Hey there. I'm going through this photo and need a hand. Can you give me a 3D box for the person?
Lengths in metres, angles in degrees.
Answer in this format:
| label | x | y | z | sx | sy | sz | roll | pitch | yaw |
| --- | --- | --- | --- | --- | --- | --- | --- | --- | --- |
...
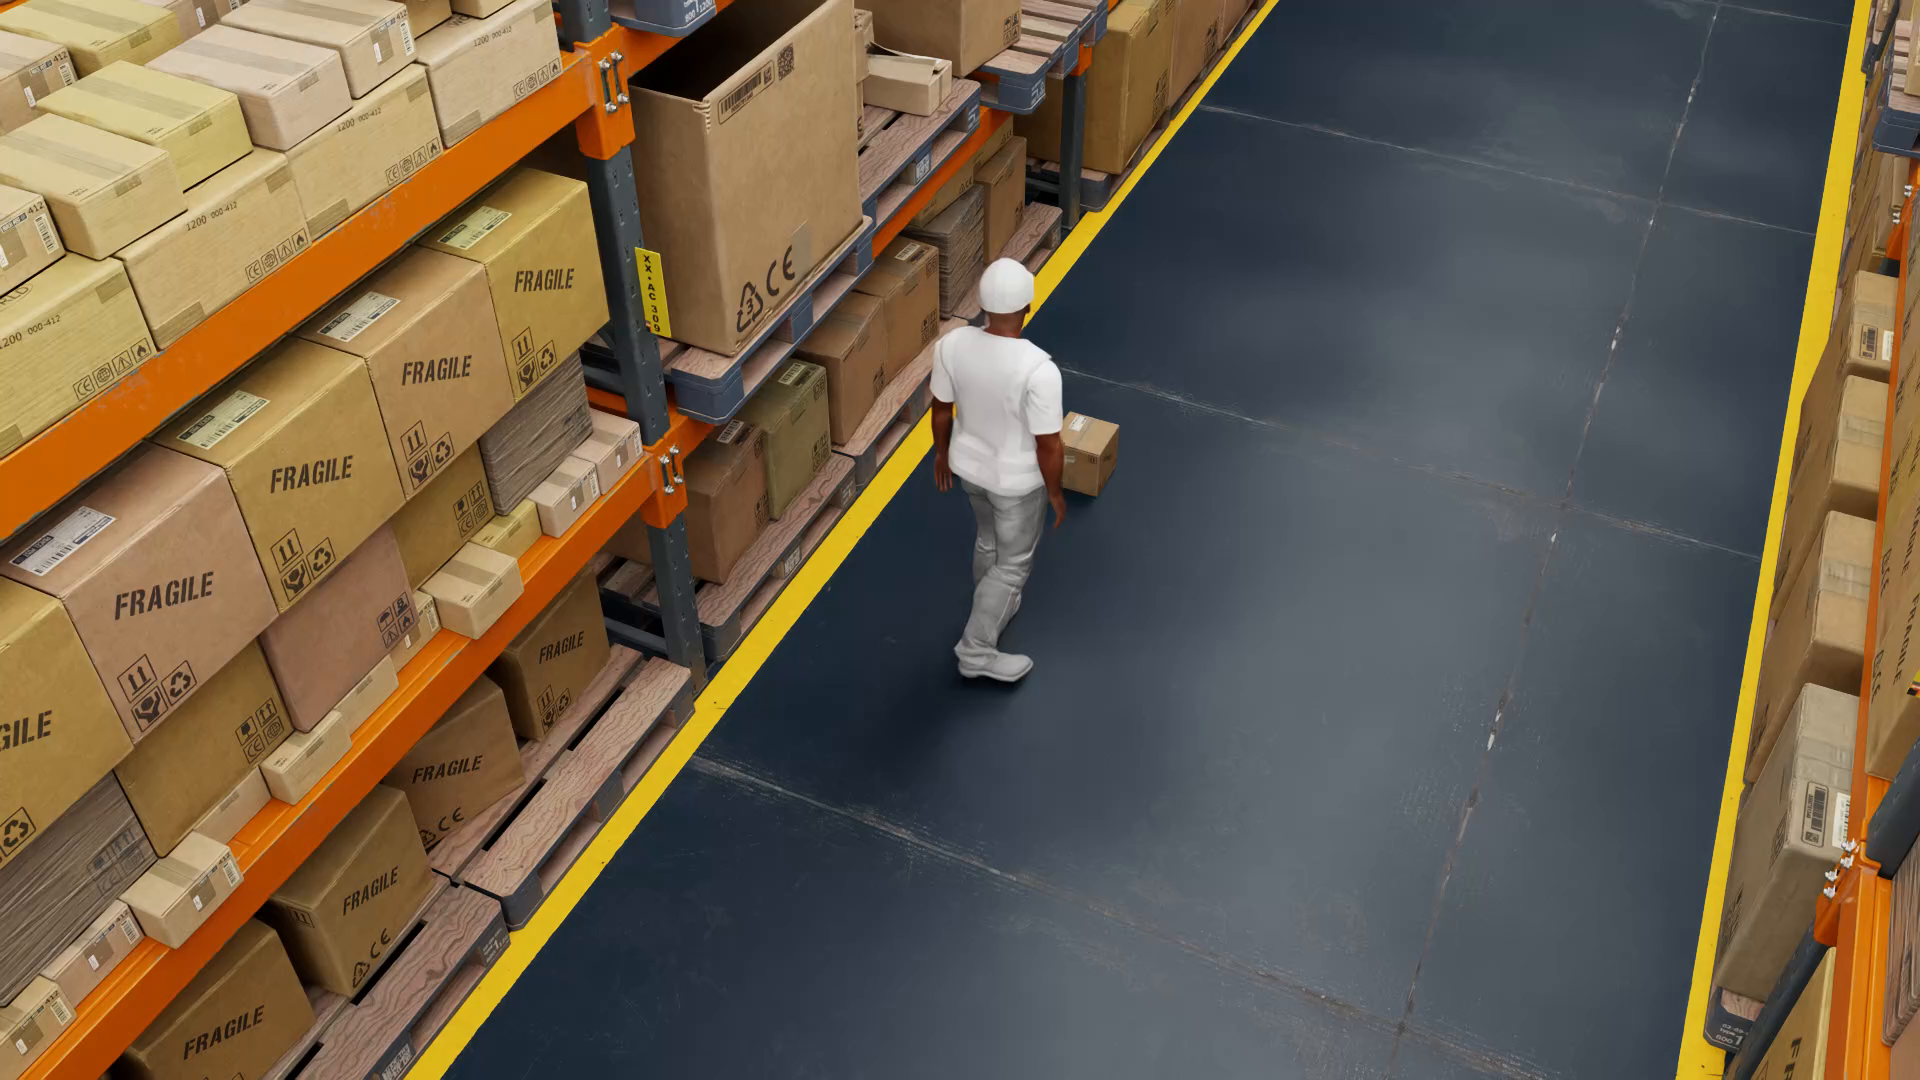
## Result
| label | x | y | z | sx | sy | sz | roll | pitch | yaw |
| --- | --- | --- | --- | --- | --- | --- | --- | --- | --- |
| person | 0.123 | -0.244 | 6.418 | 0.603 | 1.754 | 0.571 | 29 | 49 | 29 |
